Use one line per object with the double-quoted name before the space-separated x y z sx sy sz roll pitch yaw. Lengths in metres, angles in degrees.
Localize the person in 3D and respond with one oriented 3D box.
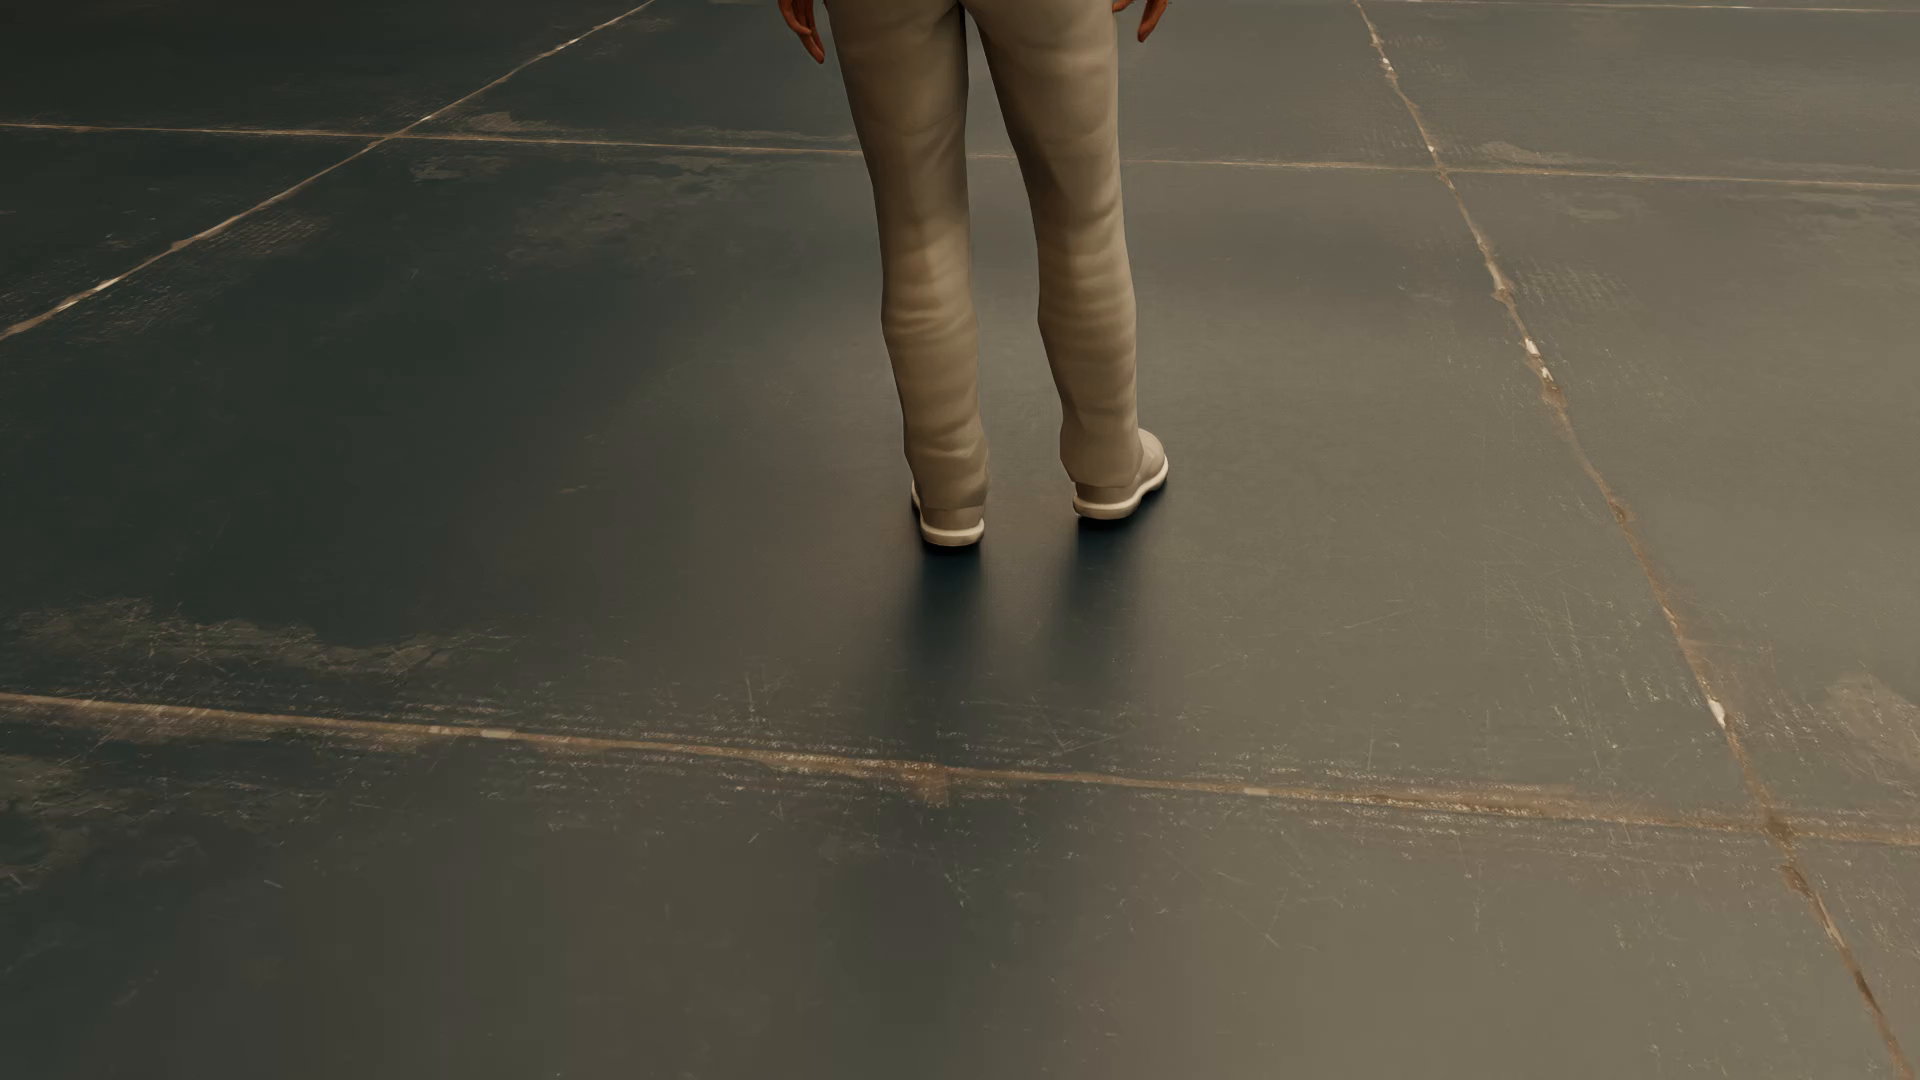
"person" 0.030 -0.792 2.185 0.569 1.685 0.528 3 27 7
